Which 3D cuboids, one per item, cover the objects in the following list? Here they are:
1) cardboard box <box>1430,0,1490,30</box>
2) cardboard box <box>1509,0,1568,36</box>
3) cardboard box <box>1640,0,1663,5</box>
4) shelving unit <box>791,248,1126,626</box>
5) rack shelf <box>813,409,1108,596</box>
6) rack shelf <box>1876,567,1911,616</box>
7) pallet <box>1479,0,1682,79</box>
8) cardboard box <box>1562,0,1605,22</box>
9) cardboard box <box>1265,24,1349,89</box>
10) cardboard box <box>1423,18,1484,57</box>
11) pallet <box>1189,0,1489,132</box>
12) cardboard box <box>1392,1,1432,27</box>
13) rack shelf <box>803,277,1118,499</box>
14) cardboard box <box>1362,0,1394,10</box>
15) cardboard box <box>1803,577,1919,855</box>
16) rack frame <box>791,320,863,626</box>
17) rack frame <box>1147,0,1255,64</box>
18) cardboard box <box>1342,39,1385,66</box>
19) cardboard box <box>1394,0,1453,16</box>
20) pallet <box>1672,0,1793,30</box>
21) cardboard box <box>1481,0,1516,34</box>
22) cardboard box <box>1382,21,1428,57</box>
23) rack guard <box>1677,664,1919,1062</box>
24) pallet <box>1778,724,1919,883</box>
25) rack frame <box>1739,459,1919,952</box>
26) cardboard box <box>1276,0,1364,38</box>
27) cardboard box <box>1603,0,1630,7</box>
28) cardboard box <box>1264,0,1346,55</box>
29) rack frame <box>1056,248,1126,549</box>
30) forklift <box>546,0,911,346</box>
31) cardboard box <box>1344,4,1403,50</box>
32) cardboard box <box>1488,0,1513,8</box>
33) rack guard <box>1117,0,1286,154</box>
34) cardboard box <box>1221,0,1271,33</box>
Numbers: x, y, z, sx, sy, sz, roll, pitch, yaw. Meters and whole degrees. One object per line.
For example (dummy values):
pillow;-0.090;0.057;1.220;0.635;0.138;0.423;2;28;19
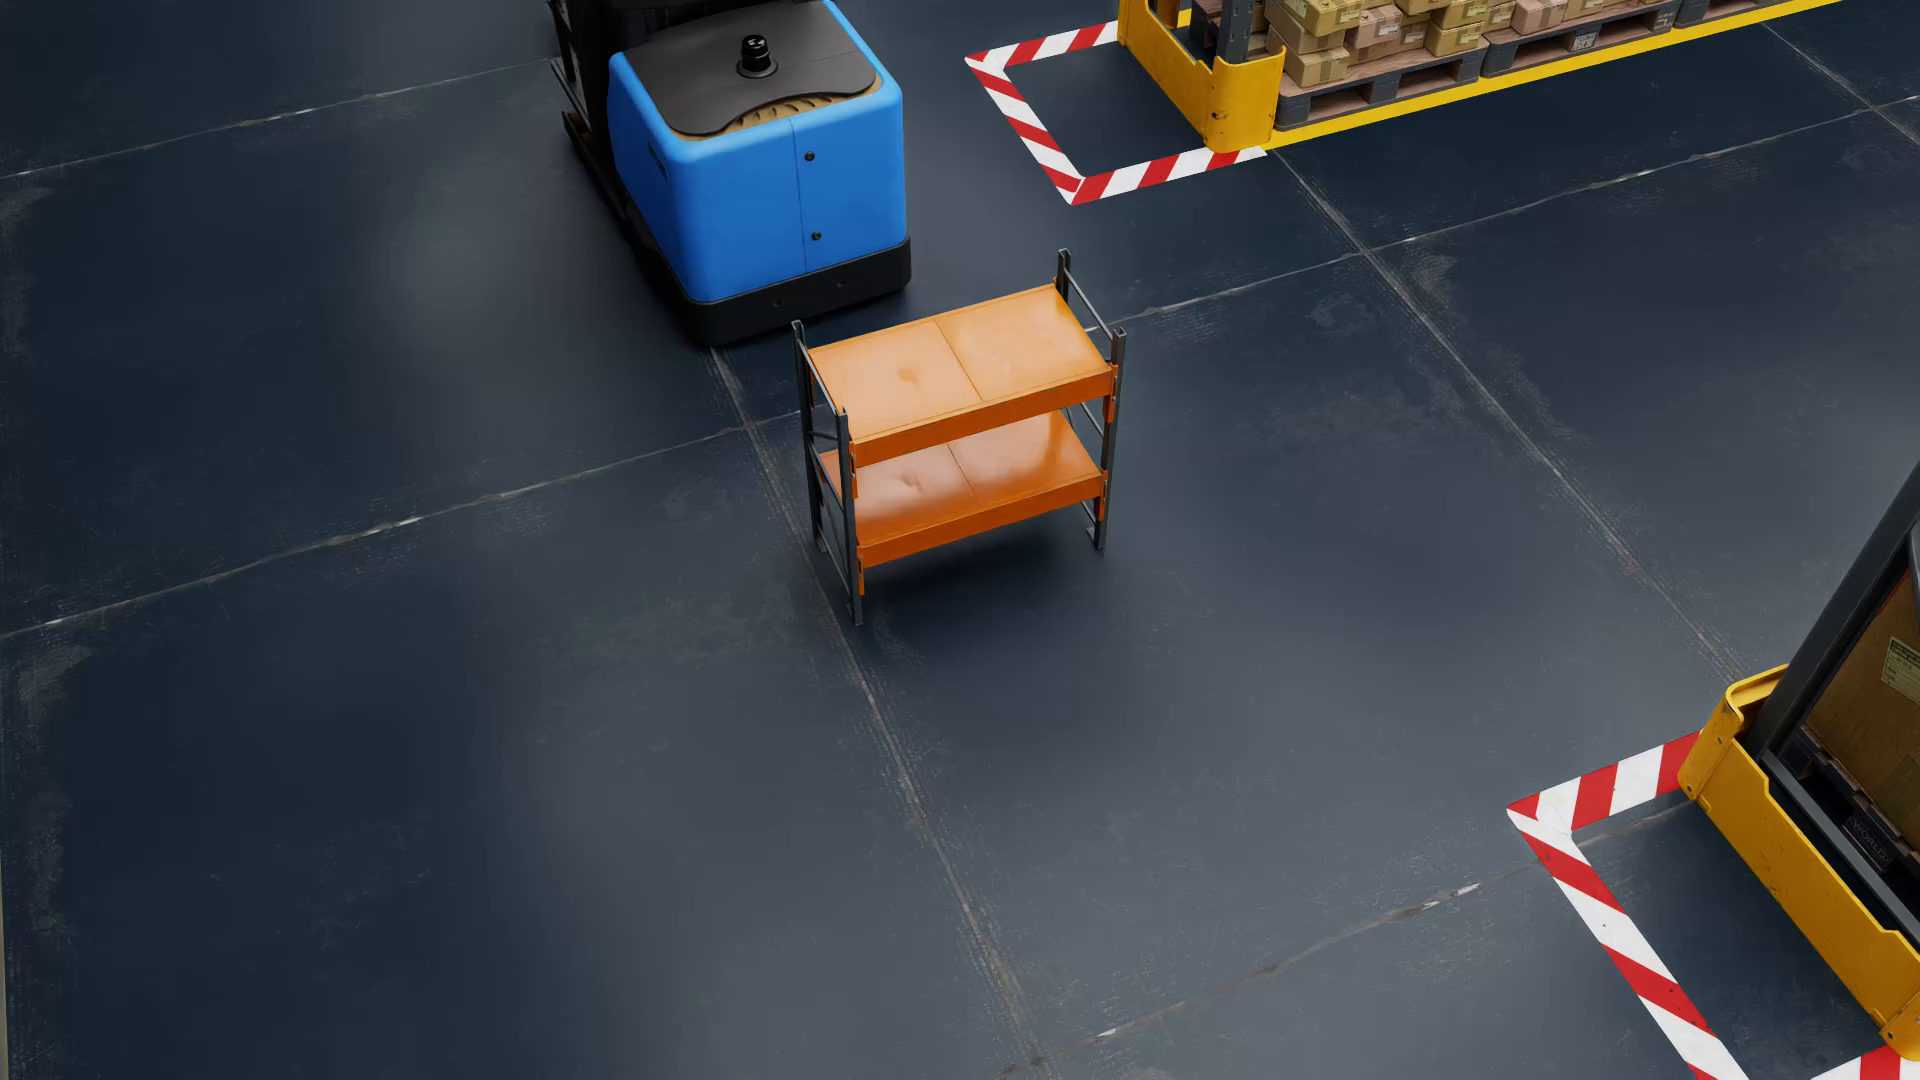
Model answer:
cardboard box;2.457;-2.756;8.386;0.250;0.149;0.380;-16;51;-13
cardboard box;2.915;-2.801;8.621;0.250;0.149;0.380;-20;52;-16
cardboard box;3.639;-3.019;8.808;0.250;0.149;0.380;-17;52;-14
shelving unit;-0.006;-0.365;6.162;1.048;1.125;0.538;-17;52;-14
rack shelf;-0.006;-0.205;6.348;1.000;0.278;0.538;-17;52;-14
rack shelf;4.762;-0.139;5.207;4.000;0.370;1.077;-17;52;-14
pallet;3.092;-2.981;9.011;1.213;0.211;1.003;-17;52;-14
cardboard box;3.161;-2.899;8.705;0.250;0.149;0.380;-17;52;-14
cardboard box;1.734;-2.446;8.316;0.250;0.149;0.380;-16;51;-14
cardboard box;2.451;-2.651;8.492;0.250;0.149;0.380;-17;51;-14
pallet;1.964;-2.634;8.713;1.213;0.211;1.003;-17;52;-14
cardboard box;2.179;-2.758;8.389;0.250;0.149;0.380;-17;51;-14
rack shelf;-0.006;-0.555;5.940;1.000;0.278;0.538;-17;52;-14
cardboard box;1.952;-2.789;8.219;0.250;0.149;0.380;-16;51;-14
cardboard box;3.472;0.516;5.294;0.875;0.875;0.875;-17;52;-14
rack frame;-0.477;-0.219;6.037;0.032;1.125;0.500;-17;52;-14
rack frame;1.128;-3.312;7.458;0.127;3.000;1.000;-17;52;-14
cardboard box;1.946;-2.578;8.430;0.250;0.149;0.380;-17;52;-14
cardboard box;2.233;-2.771;8.204;0.250;0.149;0.380;-17;52;-14
pallet;4.223;-3.334;9.314;1.213;0.211;1.003;-17;52;-14
cardboard box;2.651;-2.791;8.612;0.250;0.149;0.380;-17;51;-14
cardboard box;2.173;-2.654;8.495;0.250;0.149;0.380;-17;51;-14
rack guard;2.888;1.022;5.384;0.348;0.500;1.175;-17;52;-14
pallet;3.621;0.825;5.744;1.213;0.211;1.003;-17;52;-14
rack frame;2.910;0.200;4.441;0.127;3.000;1.000;-17;52;-14
cardboard box;1.742;-2.626;8.079;0.250;0.149;0.380;-19;52;-16
cardboard box;3.372;-2.991;8.785;0.250;0.149;0.380;-16;51;-14
cardboard box;1.711;-2.587;8.242;0.250;0.149;0.380;-15;51;-13
rack frame;0.464;-0.510;6.288;0.032;1.125;0.500;-17;52;-14
forklift;-1.315;-2.928;7.173;1.130;2.935;3.031;-20;52;-16
cardboard box;1.985;-2.626;8.275;0.250;0.149;0.380;-17;52;-14
cardboard box;2.667;-2.899;8.509;0.250;0.149;0.380;-19;52;-16
rack guard;1.199;-2.520;8.425;0.348;0.500;1.175;-17;52;-14
cardboard box;1.537;-2.818;8.636;0.250;0.149;0.380;-16;51;-14
